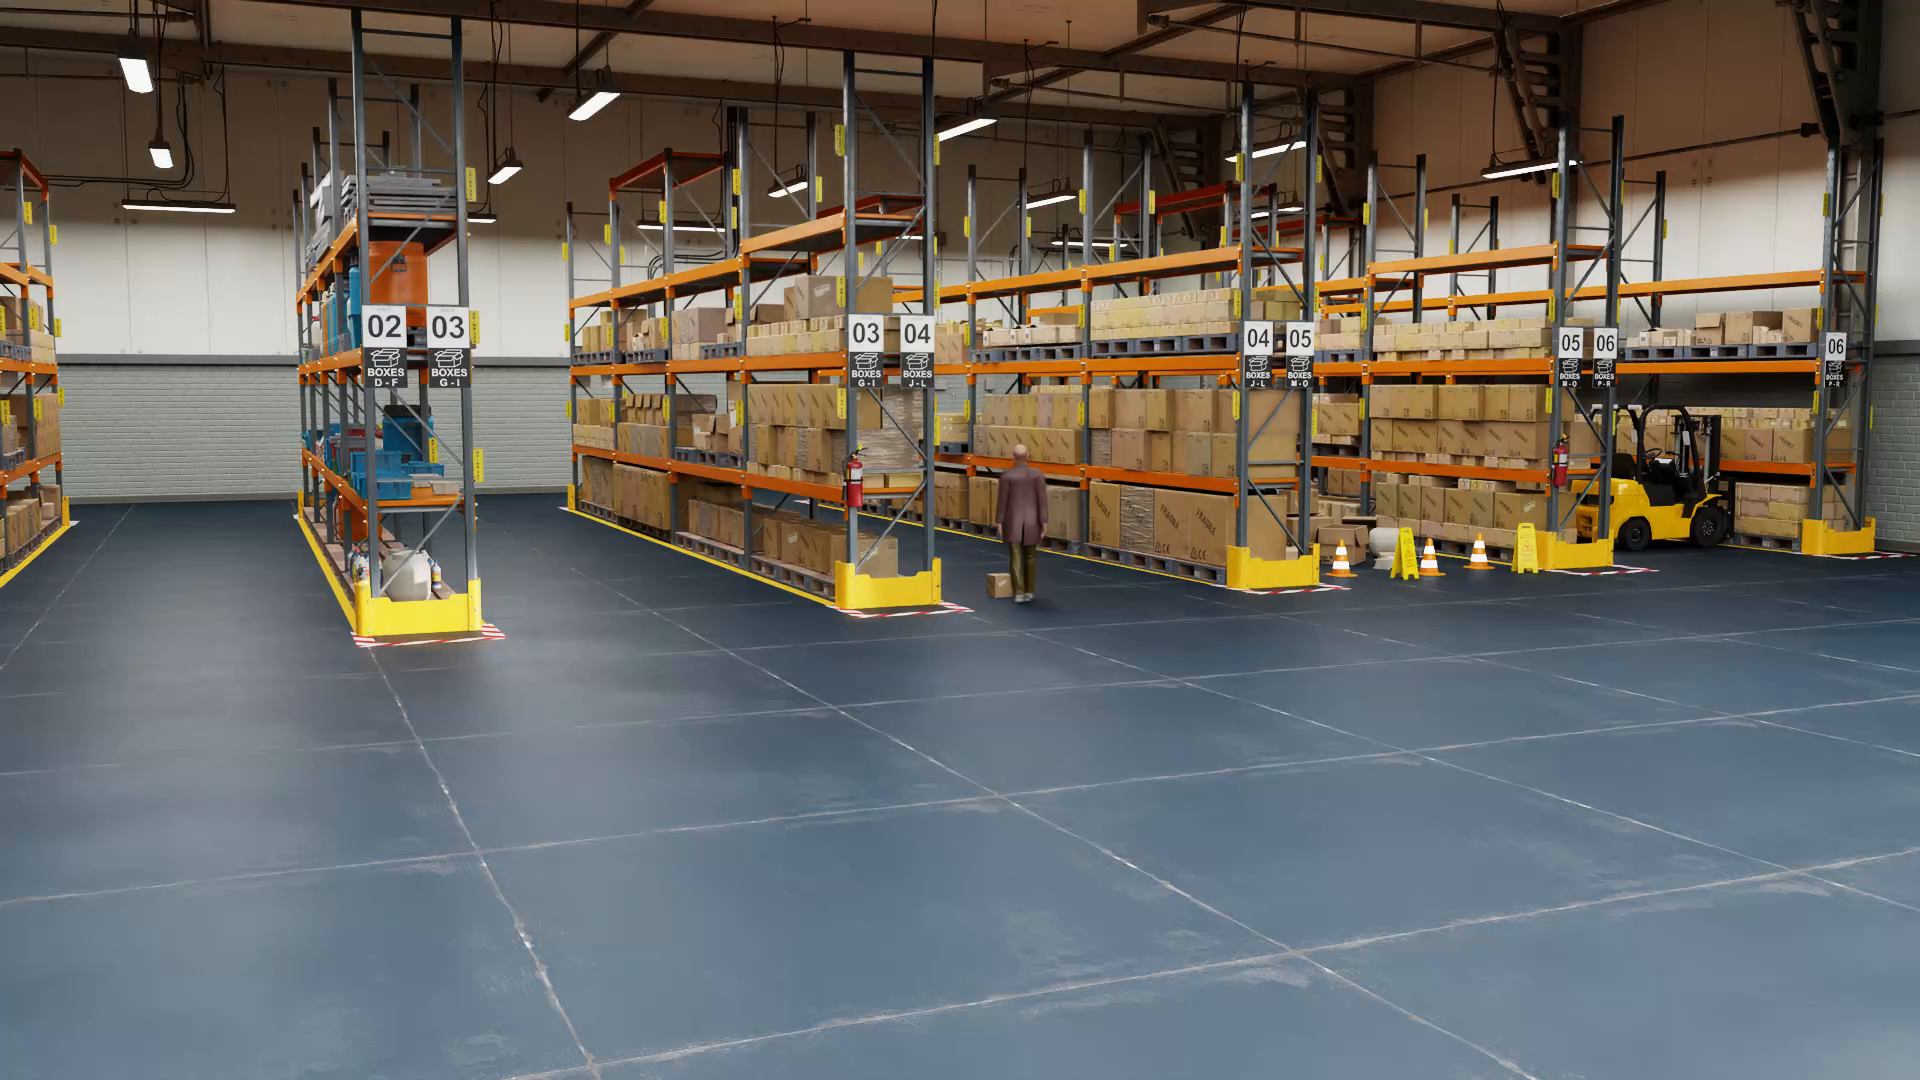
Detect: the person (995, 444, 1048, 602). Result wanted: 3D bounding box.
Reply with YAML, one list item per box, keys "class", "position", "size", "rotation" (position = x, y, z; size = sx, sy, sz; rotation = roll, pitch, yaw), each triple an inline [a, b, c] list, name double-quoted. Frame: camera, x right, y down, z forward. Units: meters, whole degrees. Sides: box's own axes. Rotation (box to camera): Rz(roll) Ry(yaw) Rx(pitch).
- class: "person"
  position: [0.675, -0.202, 18.846]
  size: [0.599, 1.770, 0.754]
  rotation: [-1, 5, -7]
